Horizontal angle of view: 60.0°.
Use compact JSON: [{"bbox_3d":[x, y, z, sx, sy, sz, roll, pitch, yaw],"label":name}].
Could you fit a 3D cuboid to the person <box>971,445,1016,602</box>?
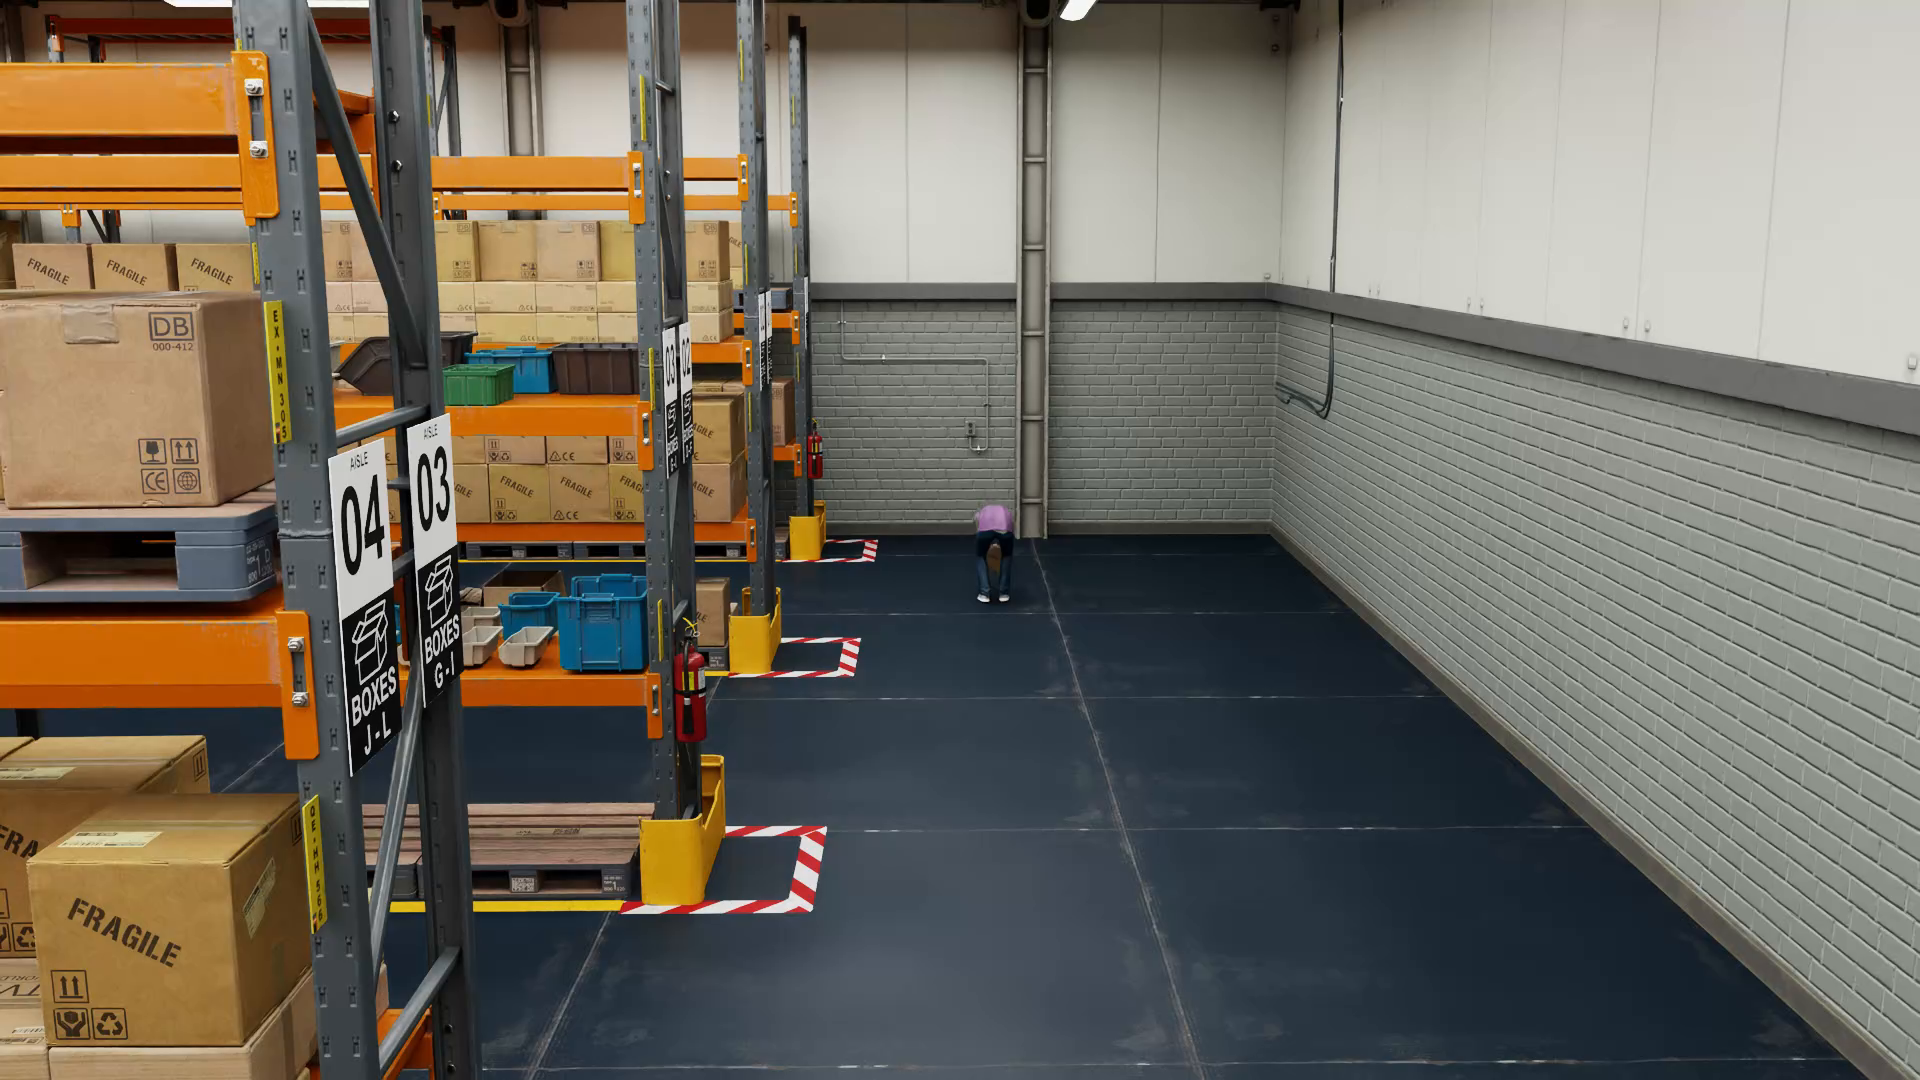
[{"bbox_3d":[0.341,-0.157,16.785,0.459,1.594,0.340,-1,11,-3],"label":"person"}]
